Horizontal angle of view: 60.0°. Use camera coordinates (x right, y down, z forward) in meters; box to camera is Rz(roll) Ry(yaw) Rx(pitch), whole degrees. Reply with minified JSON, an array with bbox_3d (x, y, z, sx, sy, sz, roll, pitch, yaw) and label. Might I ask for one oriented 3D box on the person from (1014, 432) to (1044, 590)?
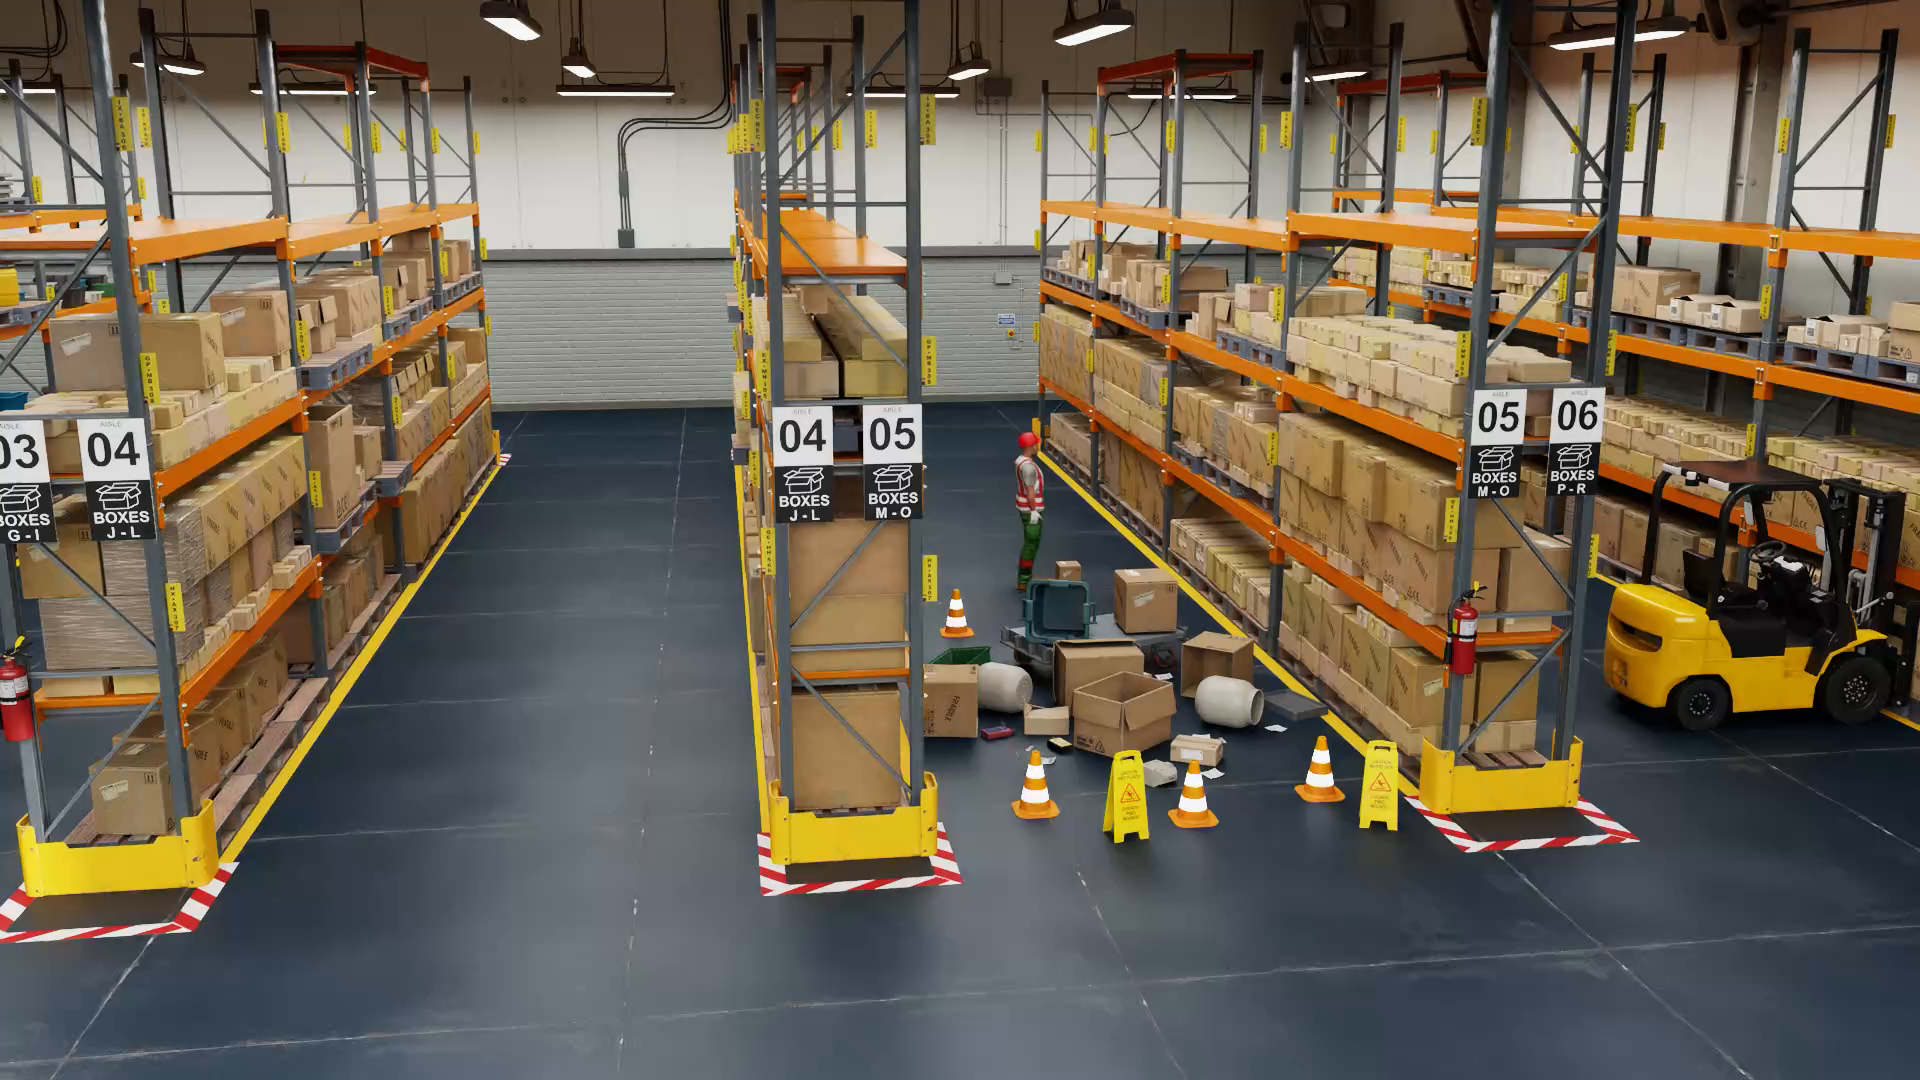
[{"bbox_3d":[0.803,-0.340,18.922,0.354,1.789,0.524,-2,13,-7],"label":"person"}]
